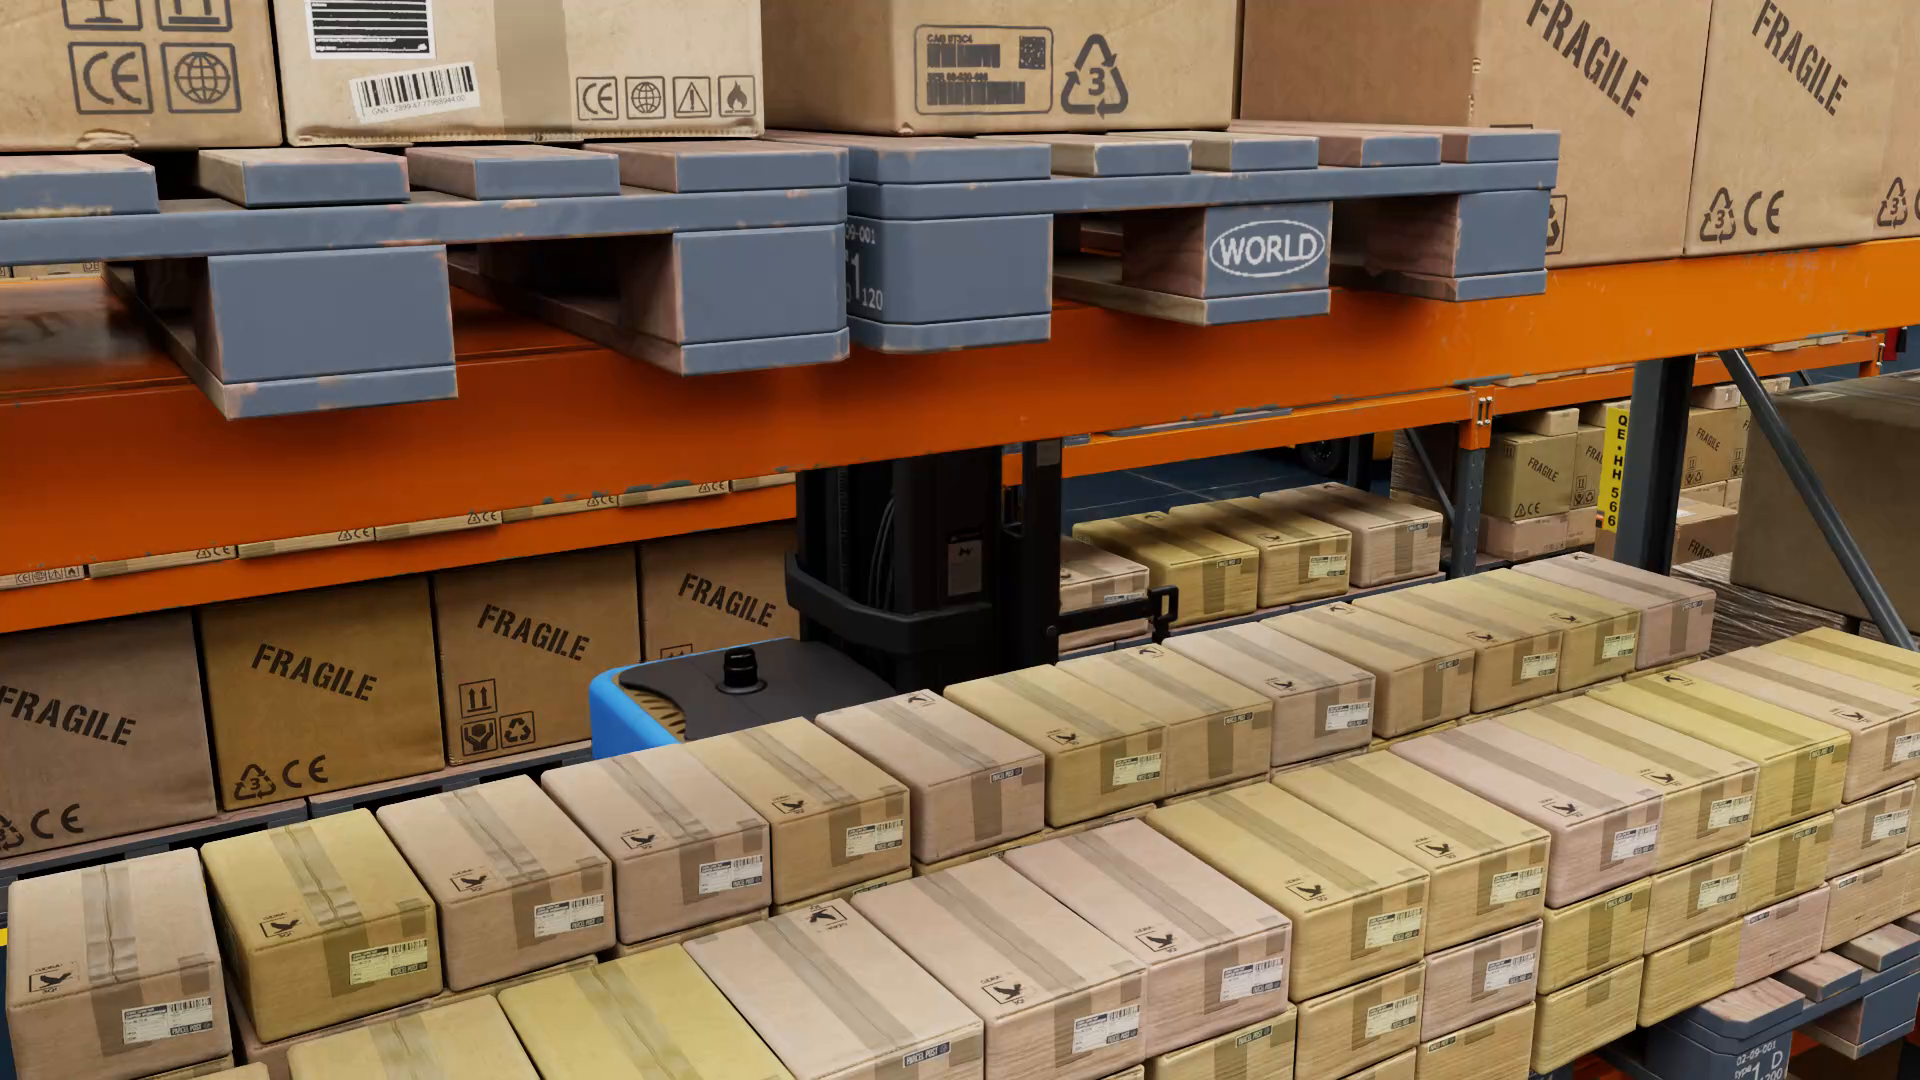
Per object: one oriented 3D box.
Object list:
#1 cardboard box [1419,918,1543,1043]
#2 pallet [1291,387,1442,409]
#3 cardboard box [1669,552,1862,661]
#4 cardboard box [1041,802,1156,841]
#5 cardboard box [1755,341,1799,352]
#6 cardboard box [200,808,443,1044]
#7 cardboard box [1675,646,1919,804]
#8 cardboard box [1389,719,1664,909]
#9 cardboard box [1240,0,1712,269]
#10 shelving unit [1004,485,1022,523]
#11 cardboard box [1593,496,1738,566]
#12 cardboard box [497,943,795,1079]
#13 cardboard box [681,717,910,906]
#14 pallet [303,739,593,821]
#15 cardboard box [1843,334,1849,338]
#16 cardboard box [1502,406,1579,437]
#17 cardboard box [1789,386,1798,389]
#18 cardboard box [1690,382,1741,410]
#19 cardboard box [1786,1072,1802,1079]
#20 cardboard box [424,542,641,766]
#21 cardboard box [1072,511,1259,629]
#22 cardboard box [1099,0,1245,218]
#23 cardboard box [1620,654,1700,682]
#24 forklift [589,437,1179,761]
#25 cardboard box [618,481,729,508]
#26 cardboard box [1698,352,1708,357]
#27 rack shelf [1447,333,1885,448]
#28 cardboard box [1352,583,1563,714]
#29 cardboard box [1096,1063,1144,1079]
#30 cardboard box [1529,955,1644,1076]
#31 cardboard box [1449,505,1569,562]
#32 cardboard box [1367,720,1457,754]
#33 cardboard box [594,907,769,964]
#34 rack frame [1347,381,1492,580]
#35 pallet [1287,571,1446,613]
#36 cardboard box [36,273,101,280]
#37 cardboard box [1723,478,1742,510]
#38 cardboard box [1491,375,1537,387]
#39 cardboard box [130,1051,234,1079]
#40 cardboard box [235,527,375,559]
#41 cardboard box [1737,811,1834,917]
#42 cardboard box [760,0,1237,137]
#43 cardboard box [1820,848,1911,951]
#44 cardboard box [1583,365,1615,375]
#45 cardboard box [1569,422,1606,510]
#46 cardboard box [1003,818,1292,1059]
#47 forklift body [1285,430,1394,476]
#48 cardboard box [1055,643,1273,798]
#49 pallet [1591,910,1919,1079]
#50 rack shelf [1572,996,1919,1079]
[{"bbox_3d":[0.715,0.636,2.721,0.250,0.149,0.380,-9,18,-28],"label":"cardboard box"},{"bbox_3d":[2.071,-1.016,9.832,1.213,0.211,1.003,-9,18,-30],"label":"pallet"},{"bbox_3d":[2.256,0.333,4.478,0.500,0.500,0.500,-9,18,-30],"label":"cardboard box"},{"bbox_3d":[0.158,0.520,3.132,0.250,0.149,0.380,-8,18,-28],"label":"cardboard box"},{"bbox_3d":[5.424,-1.380,11.241,0.250,0.149,0.380,-9,18,-29],"label":"cardboard box"},{"bbox_3d":[-0.947,0.556,2.454,0.250,0.149,0.380,-10,18,-31],"label":"cardboard box"},{"bbox_3d":[1.608,0.347,3.199,0.250,0.149,0.380,-9,18,-30],"label":"cardboard box"},{"bbox_3d":[0.947,0.454,2.819,0.250,0.149,0.380,-9,18,-30],"label":"cardboard box"},{"bbox_3d":[0.797,-0.707,2.632,0.500,0.500,0.500,-9,18,-30],"label":"cardboard box"},{"bbox_3d":[0.065,-0.733,11.245,1.083,1.500,0.587,-9,18,-30],"label":"shelving unit"},{"bbox_3d":[3.744,0.066,8.846,0.500,0.500,0.500,-9,18,-30],"label":"cardboard box"},{"bbox_3d":[-0.389,0.671,2.044,0.250,0.149,0.380,-9,18,-29],"label":"cardboard box"},{"bbox_3d":[-0.287,0.451,2.830,0.250,0.149,0.380,-10,18,-32],"label":"cardboard box"},{"bbox_3d":[-2.386,0.978,7.528,1.213,0.211,1.003,-9,18,-30],"label":"pallet"},{"bbox_3d":[6.020,-1.515,11.721,0.250,0.149,0.380,-9,18,-28],"label":"cardboard box"},{"bbox_3d":[3.584,-0.756,10.273,0.250,0.149,0.380,-9,18,-29],"label":"cardboard box"},{"bbox_3d":[5.678,-0.805,11.650,0.500,0.500,0.500,-9,18,-29],"label":"cardboard box"},{"bbox_3d":[4.954,-0.980,11.073,0.250,0.149,0.380,-8,18,-27],"label":"cardboard box"},{"bbox_3d":[1.557,1.302,3.670,0.500,0.250,0.500,-10,18,-31],"label":"cardboard box"},{"bbox_3d":[-2.029,0.396,7.599,0.875,0.875,0.875,-9,18,-29],"label":"cardboard box"},{"bbox_3d":[1.144,0.153,9.396,0.625,0.372,0.950,-9,18,-28],"label":"cardboard box"},{"bbox_3d":[0.531,-0.826,3.058,0.500,0.500,0.500,-9,18,-30],"label":"cardboard box"},{"bbox_3d":[1.491,0.303,3.909,0.250,0.149,0.380,-8,18,-27],"label":"cardboard box"},{"bbox_3d":[0.224,-0.012,6.023,3.031,2.935,1.130,-9,18,-30],"label":"forklift"},{"bbox_3d":[-1.357,-0.348,7.371,0.500,0.250,0.500,-9,18,-29],"label":"cardboard box"},{"bbox_3d":[4.700,-1.307,10.979,0.250,0.149,0.380,-9,18,-30],"label":"cardboard box"},{"bbox_3d":[4.516,-1.113,11.154,4.000,0.370,1.077,-9,18,-30],"label":"rack shelf"},{"bbox_3d":[1.071,0.229,3.620,0.250,0.149,0.380,-9,18,-30],"label":"cardboard box"},{"bbox_3d":[0.049,0.743,2.339,0.250,0.149,0.380,-8,18,-27],"label":"cardboard box"},{"bbox_3d":[0.943,0.742,2.895,0.250,0.149,0.380,-10,19,-32],"label":"cardboard box"},{"bbox_3d":[3.446,-0.079,10.449,0.500,0.250,0.500,-10,19,-32],"label":"cardboard box"},{"bbox_3d":[0.816,0.414,3.513,0.250,0.149,0.380,-9,18,-29],"label":"cardboard box"},{"bbox_3d":[-0.509,0.627,2.752,0.250,0.149,0.380,-10,18,-32],"label":"cardboard box"},{"bbox_3d":[2.801,-1.181,10.065,0.127,3.000,1.000,-9,18,-30],"label":"rack frame"},{"bbox_3d":[2.135,0.270,10.054,1.213,0.211,1.003,-9,18,-30],"label":"pallet"},{"bbox_3d":[-3.363,-0.792,6.641,0.500,0.500,0.500,-9,18,-29],"label":"cardboard box"},{"bbox_3d":[5.228,-0.370,11.490,0.500,0.250,0.500,-9,18,-30],"label":"cardboard box"},{"bbox_3d":[3.237,-1.030,9.991,0.250,0.149,0.380,-9,18,-30],"label":"cardboard box"},{"bbox_3d":[-1.181,0.737,2.360,0.250,0.149,0.380,-9,18,-28],"label":"cardboard box"},{"bbox_3d":[-2.653,-0.137,6.618,0.500,0.250,0.500,-9,18,-30],"label":"cardboard box"},{"bbox_3d":[1.368,0.531,3.096,0.250,0.149,0.380,-9,18,-28],"label":"cardboard box"},{"bbox_3d":[-0.028,-0.818,2.245,0.637,0.503,0.797,-9,18,-30],"label":"cardboard box"},{"bbox_3d":[1.609,0.634,3.278,0.250,0.149,0.380,-9,18,-30],"label":"cardboard box"},{"bbox_3d":[3.868,-1.147,10.409,0.250,0.149,0.380,-9,18,-28],"label":"cardboard box"},{"bbox_3d":[3.899,-0.517,10.623,0.500,0.500,0.500,-8,18,-27],"label":"cardboard box"},{"bbox_3d":[0.262,0.566,2.417,0.250,0.149,0.380,-8,18,-28],"label":"cardboard box"},{"bbox_3d":[2.985,-1.790,13.812,1.214,2.155,2.313,-9,18,-30],"label":"forklift body"},{"bbox_3d":[0.387,0.341,3.221,0.250,0.149,0.380,-9,18,-28],"label":"cardboard box"},{"bbox_3d":[1.453,0.722,3.631,1.003,0.211,1.213,-9,18,-30],"label":"pallet"},{"bbox_3d":[0.294,1.131,3.152,4.000,0.370,1.077,-9,18,-30],"label":"rack shelf"}]
